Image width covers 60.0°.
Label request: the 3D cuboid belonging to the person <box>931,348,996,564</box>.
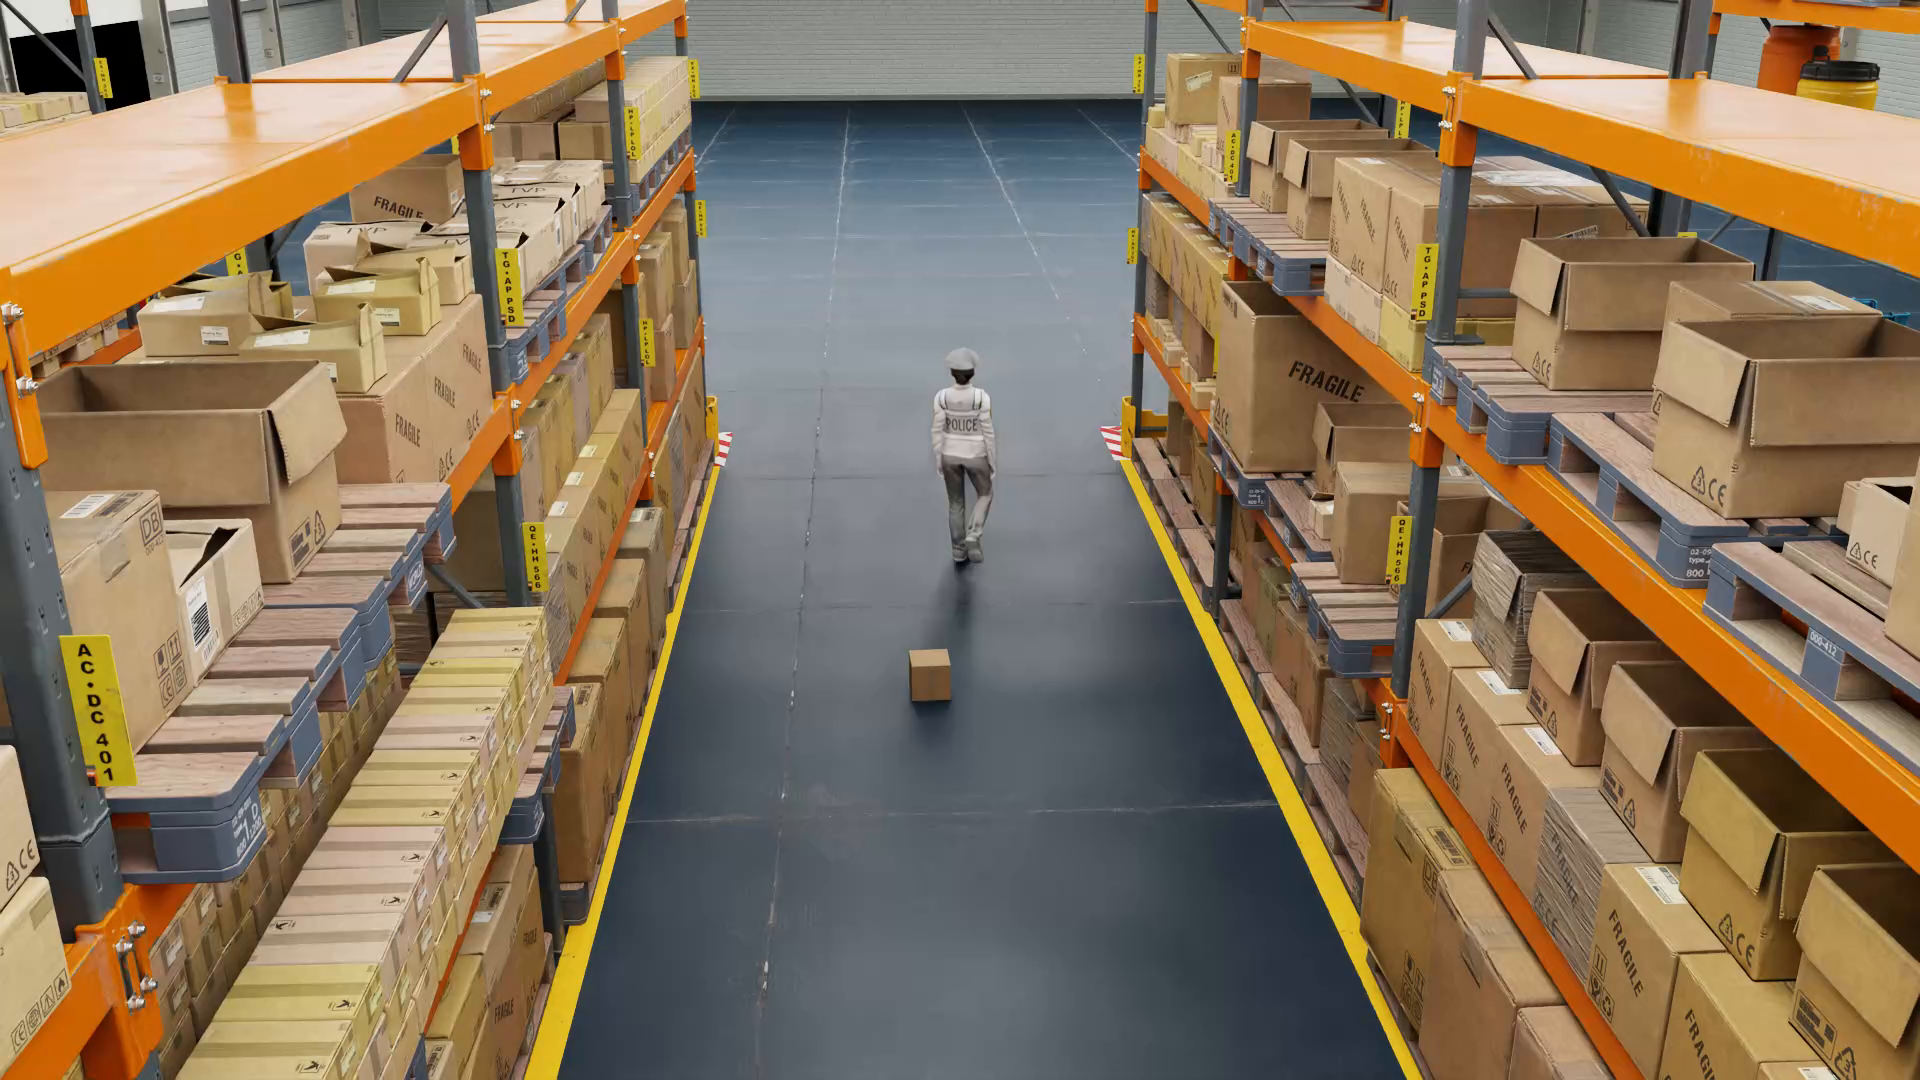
[{"bbox_3d":[0.028,-0.619,12.611,0.499,1.682,0.468,3,21,9],"label":"person"}]
